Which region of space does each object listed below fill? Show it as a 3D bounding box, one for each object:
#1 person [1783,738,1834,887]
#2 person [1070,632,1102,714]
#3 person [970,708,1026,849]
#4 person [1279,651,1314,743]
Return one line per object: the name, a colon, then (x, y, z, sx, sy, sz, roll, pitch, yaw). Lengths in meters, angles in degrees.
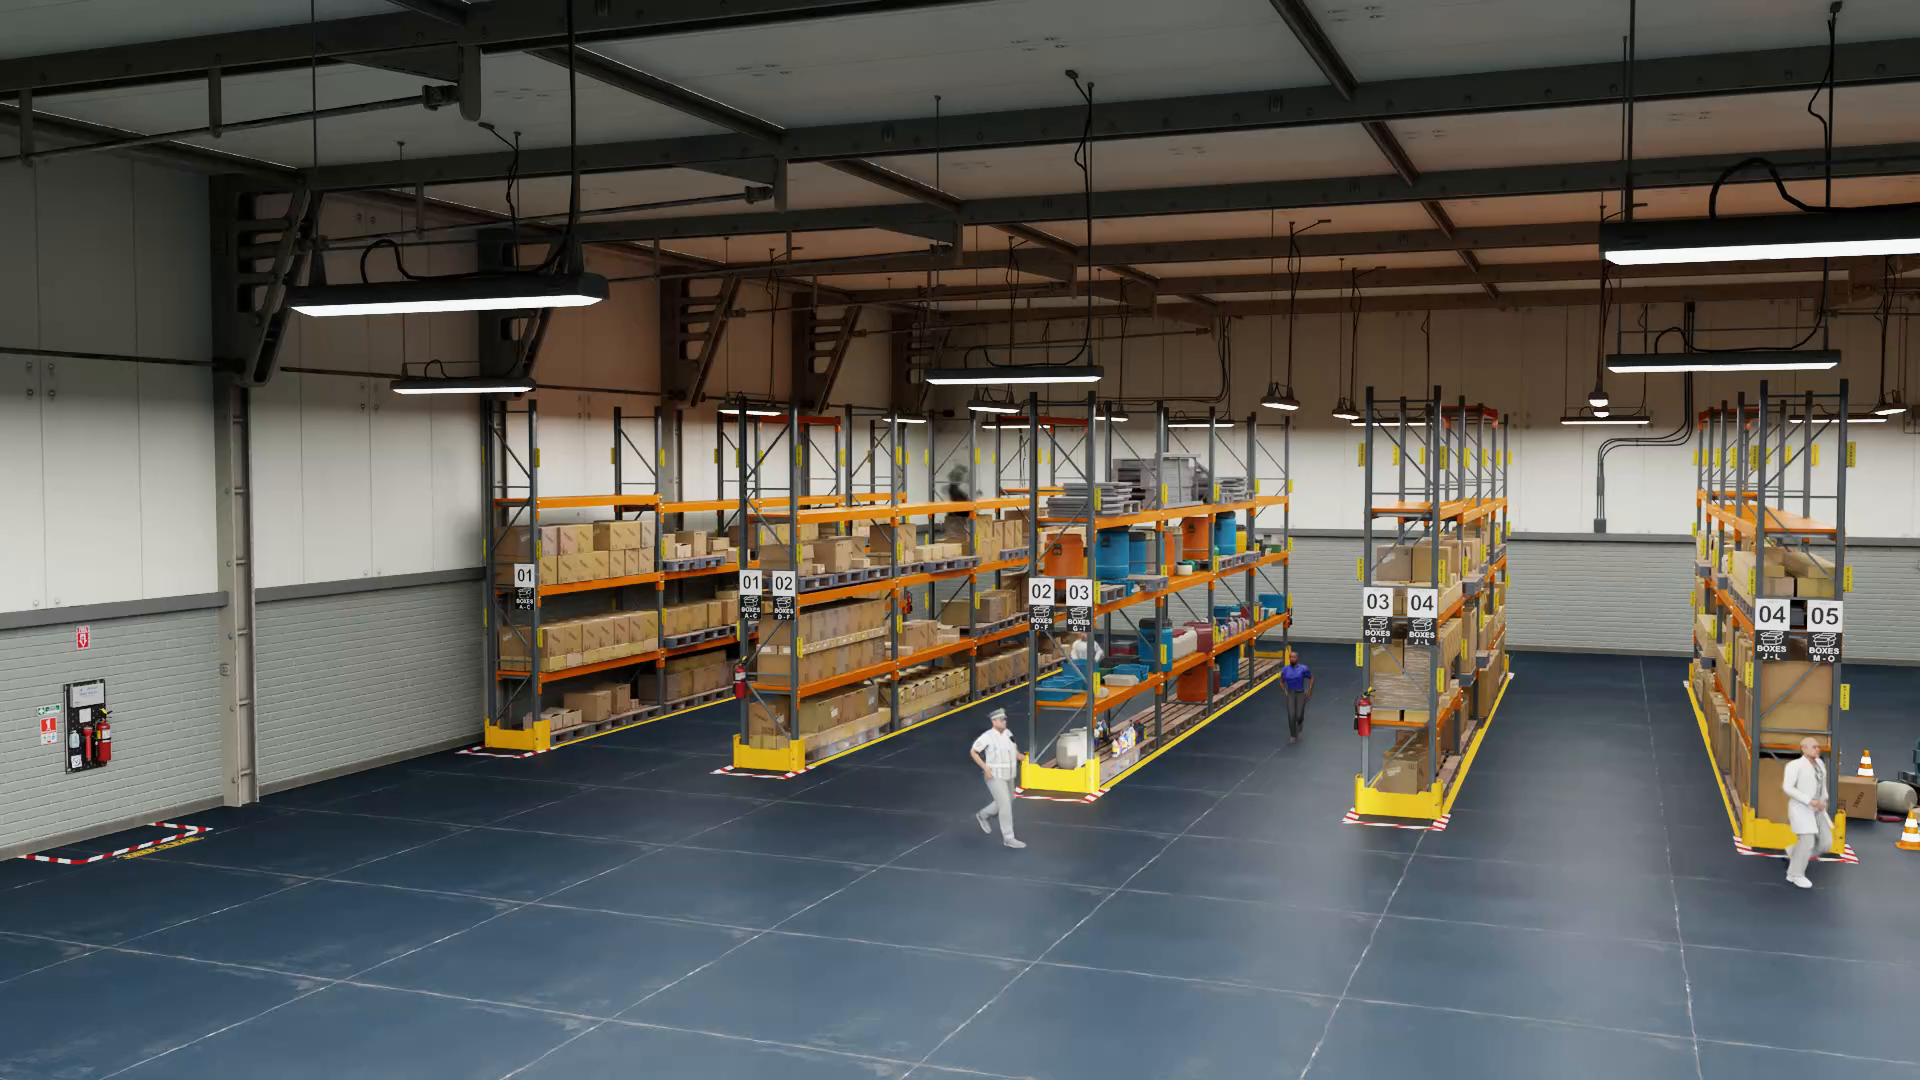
person: (9.941, 3.178, 19.464, 0.754, 1.743, 0.664, -1, 3, -23)
person: (2.462, 2.551, 32.766, 0.590, 1.740, 0.726, 1, 3, 19)
person: (0.506, 3.045, 21.512, 0.953, 1.755, 0.672, 3, 4, 43)
person: (5.907, 2.762, 29.258, 0.589, 1.617, 0.631, 1, 3, 19)
